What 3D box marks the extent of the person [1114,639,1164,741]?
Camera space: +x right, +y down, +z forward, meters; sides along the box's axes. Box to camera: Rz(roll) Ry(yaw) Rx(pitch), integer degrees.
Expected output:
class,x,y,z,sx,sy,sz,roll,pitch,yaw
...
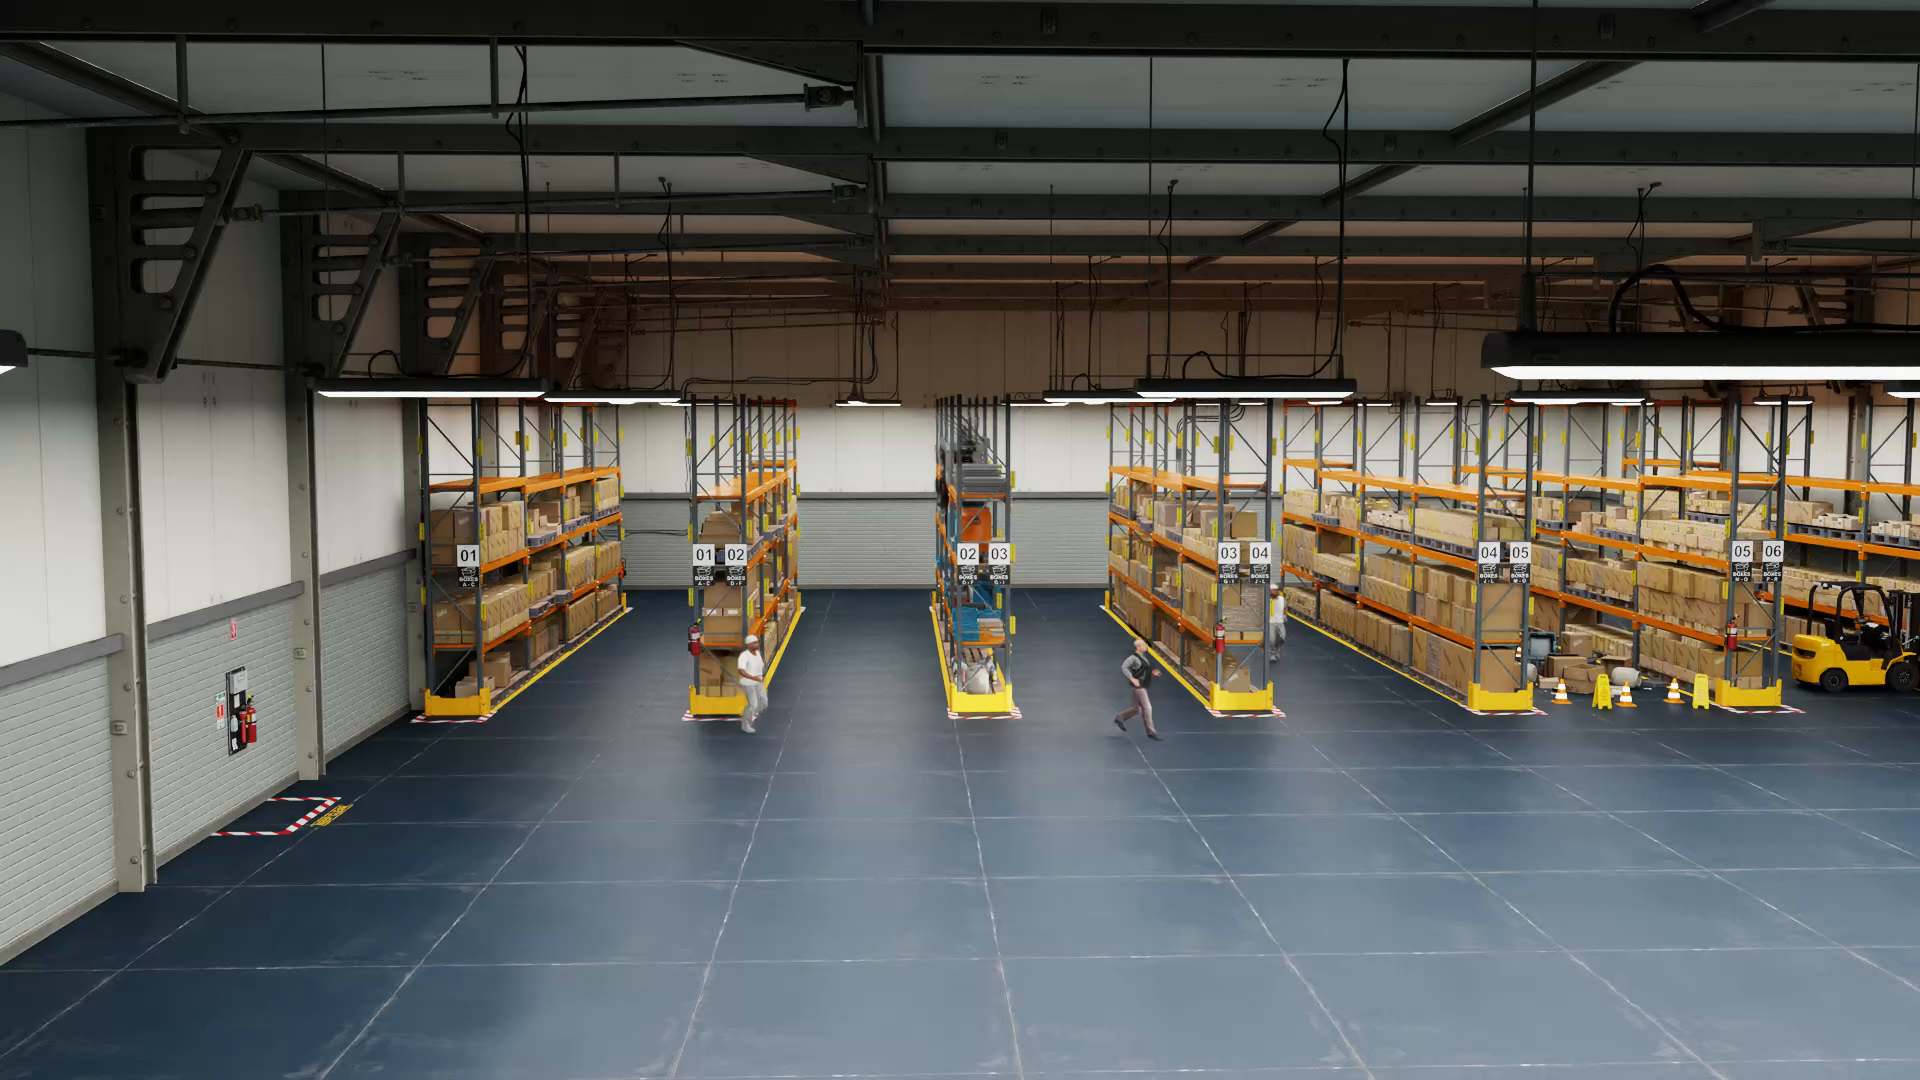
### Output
class,x,y,z,sx,sy,sz,roll,pitch,yaw
person,3.106,2.585,28.887,0.956,1.731,0.661,2,5,25

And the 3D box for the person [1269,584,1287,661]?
class,x,y,z,sx,sy,sz,roll,pitch,yaw
person,7.148,1.880,37.678,0.669,1.737,0.589,-1,5,-6

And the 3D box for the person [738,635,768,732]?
class,x,y,z,sx,sy,sz,roll,pitch,yaw
person,-3.647,2.540,29.480,0.593,1.724,0.738,2,5,27

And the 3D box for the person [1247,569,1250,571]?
class,x,y,z,sx,sy,sz,roll,pitch,yaw
person,7.905,1.163,47.523,0.652,1.690,0.802,3,5,29
